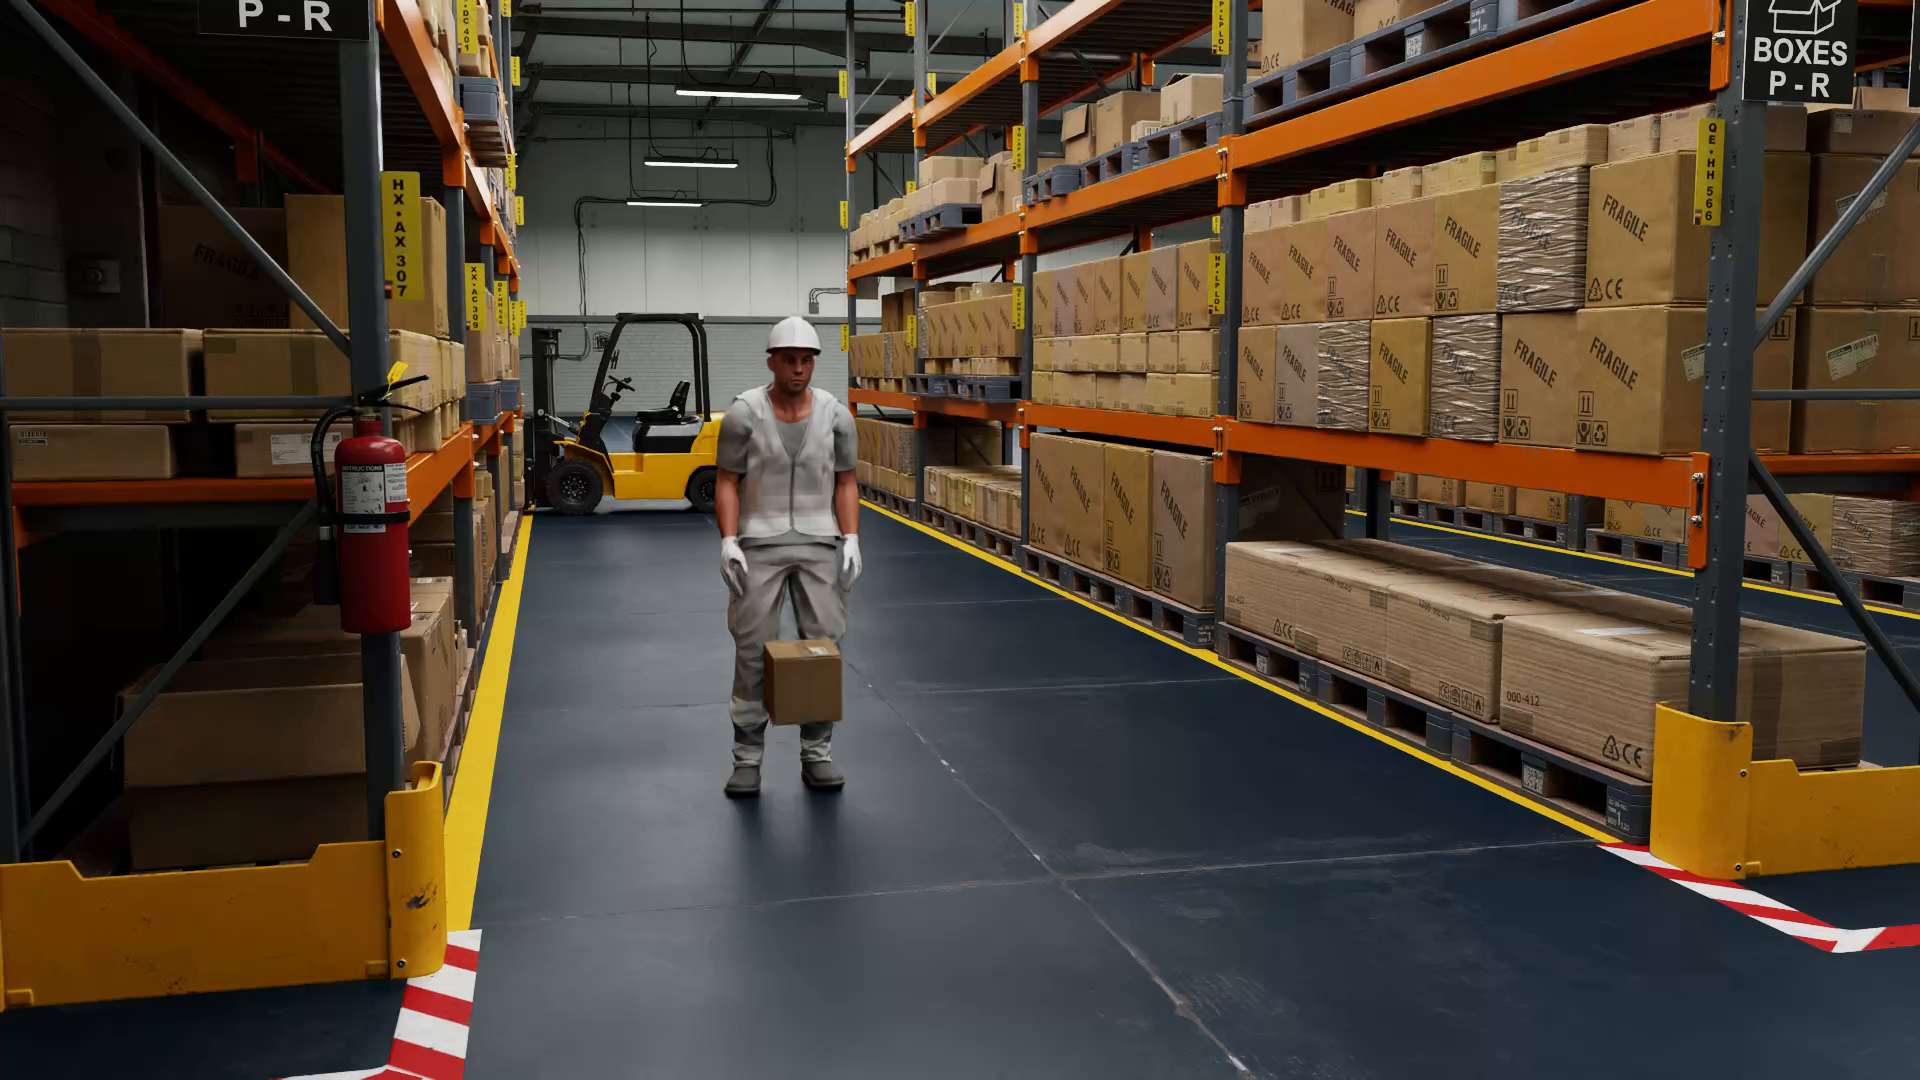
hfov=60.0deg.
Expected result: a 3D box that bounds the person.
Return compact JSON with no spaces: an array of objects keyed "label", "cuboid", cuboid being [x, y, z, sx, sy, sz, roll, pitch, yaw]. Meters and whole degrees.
[{"label":"person","cuboid":[-0.647,0.052,6.306,0.555,1.784,0.422,-2,6,-15]}]
